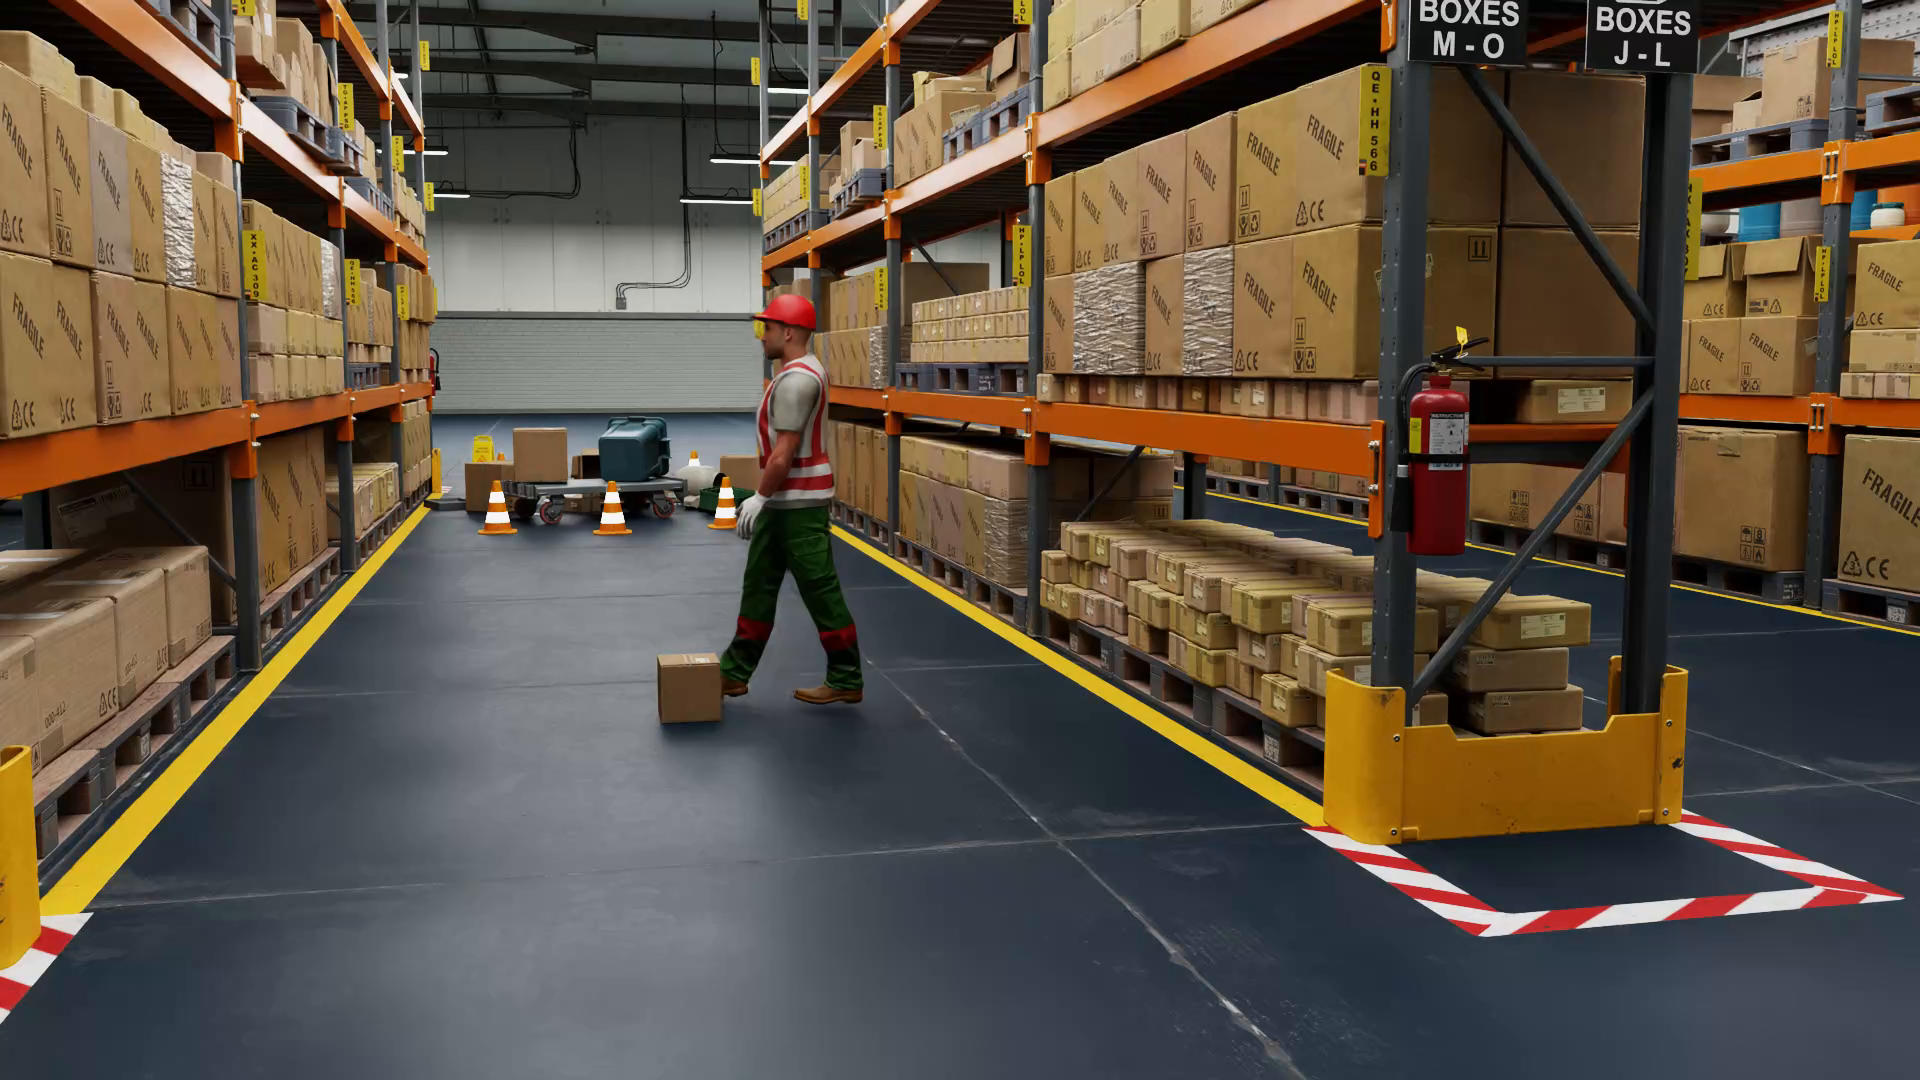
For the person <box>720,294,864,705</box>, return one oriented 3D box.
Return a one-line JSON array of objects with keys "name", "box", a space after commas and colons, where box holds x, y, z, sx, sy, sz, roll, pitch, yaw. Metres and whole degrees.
[{"name": "person", "box": [-0.812, -0.162, 7.131, 0.795, 1.768, 0.587, -1, 6, -6]}]
